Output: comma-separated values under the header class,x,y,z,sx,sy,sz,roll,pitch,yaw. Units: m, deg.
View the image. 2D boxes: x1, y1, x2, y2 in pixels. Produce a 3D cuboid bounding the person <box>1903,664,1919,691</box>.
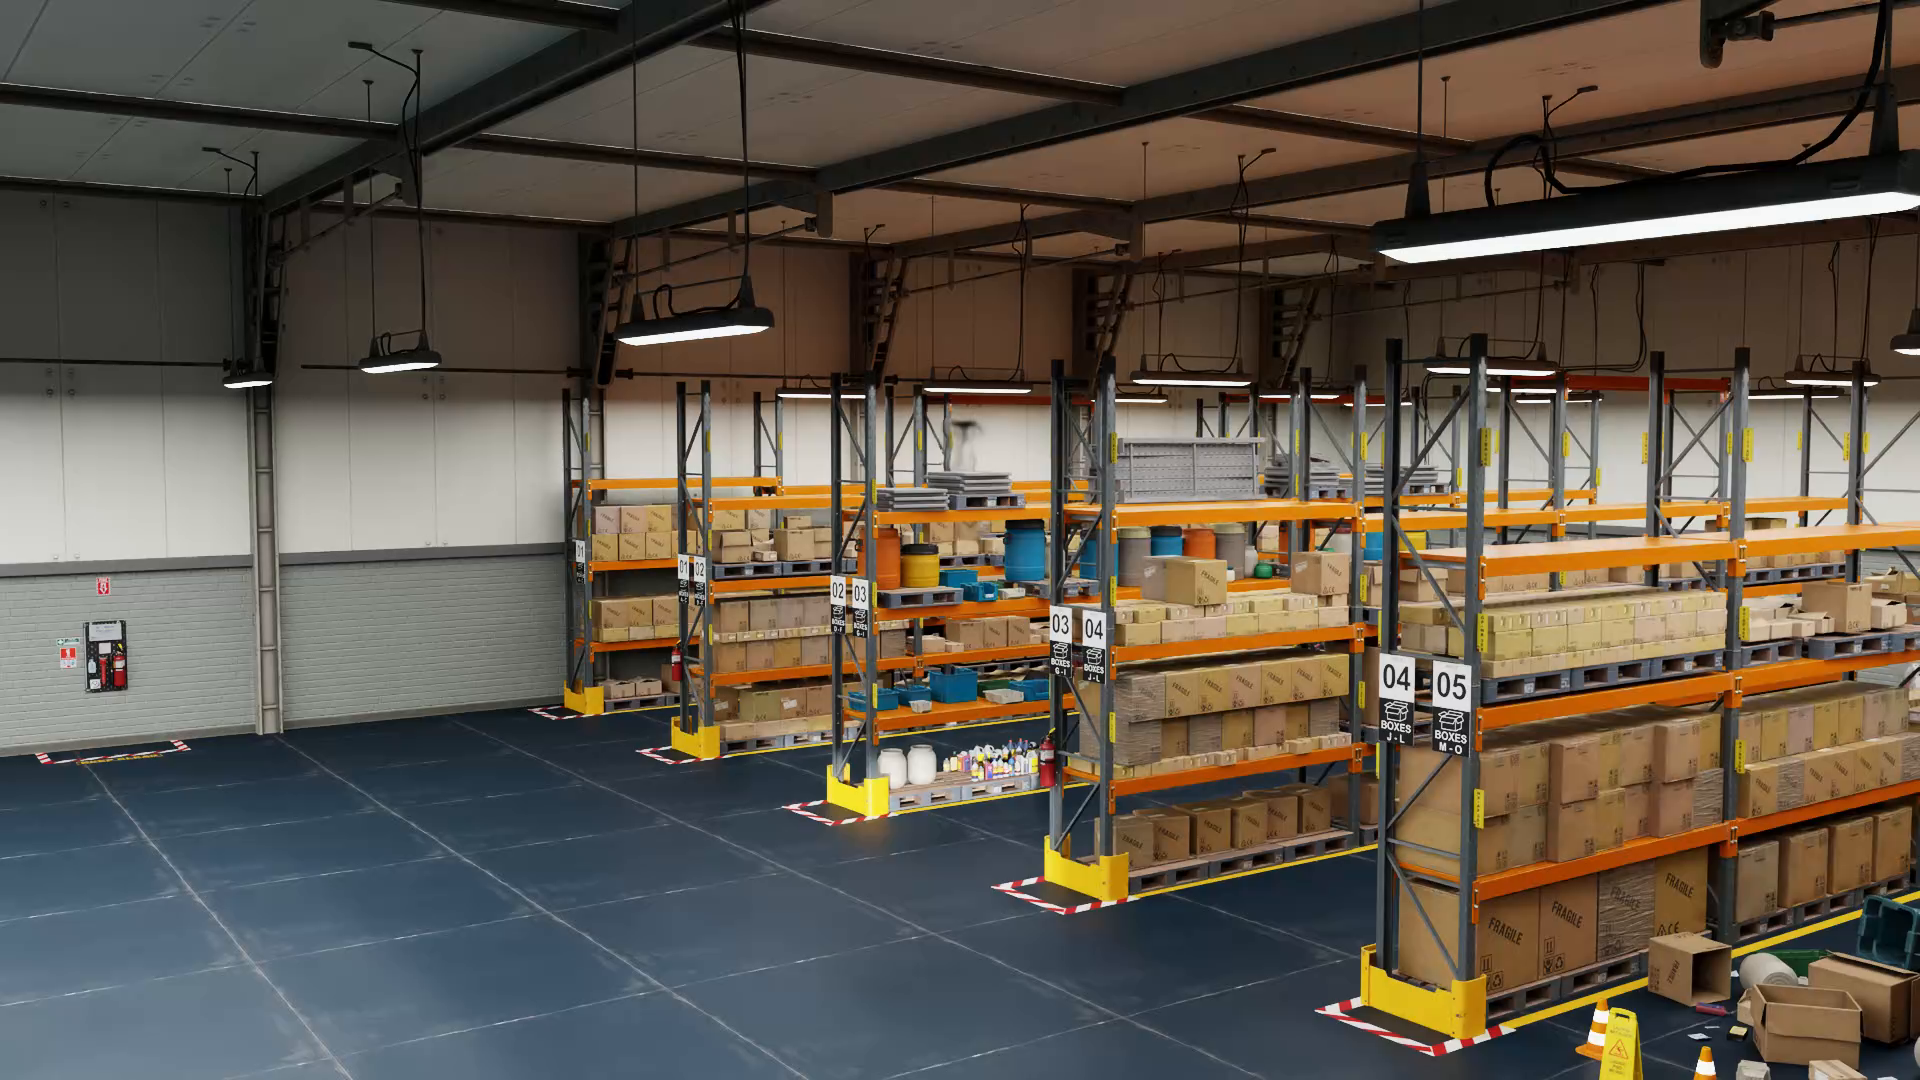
class,x,y,z,sx,sy,sz,roll,pitch,yaw
person,15.405,2.592,26.521,0.690,1.777,0.863,2,4,30
